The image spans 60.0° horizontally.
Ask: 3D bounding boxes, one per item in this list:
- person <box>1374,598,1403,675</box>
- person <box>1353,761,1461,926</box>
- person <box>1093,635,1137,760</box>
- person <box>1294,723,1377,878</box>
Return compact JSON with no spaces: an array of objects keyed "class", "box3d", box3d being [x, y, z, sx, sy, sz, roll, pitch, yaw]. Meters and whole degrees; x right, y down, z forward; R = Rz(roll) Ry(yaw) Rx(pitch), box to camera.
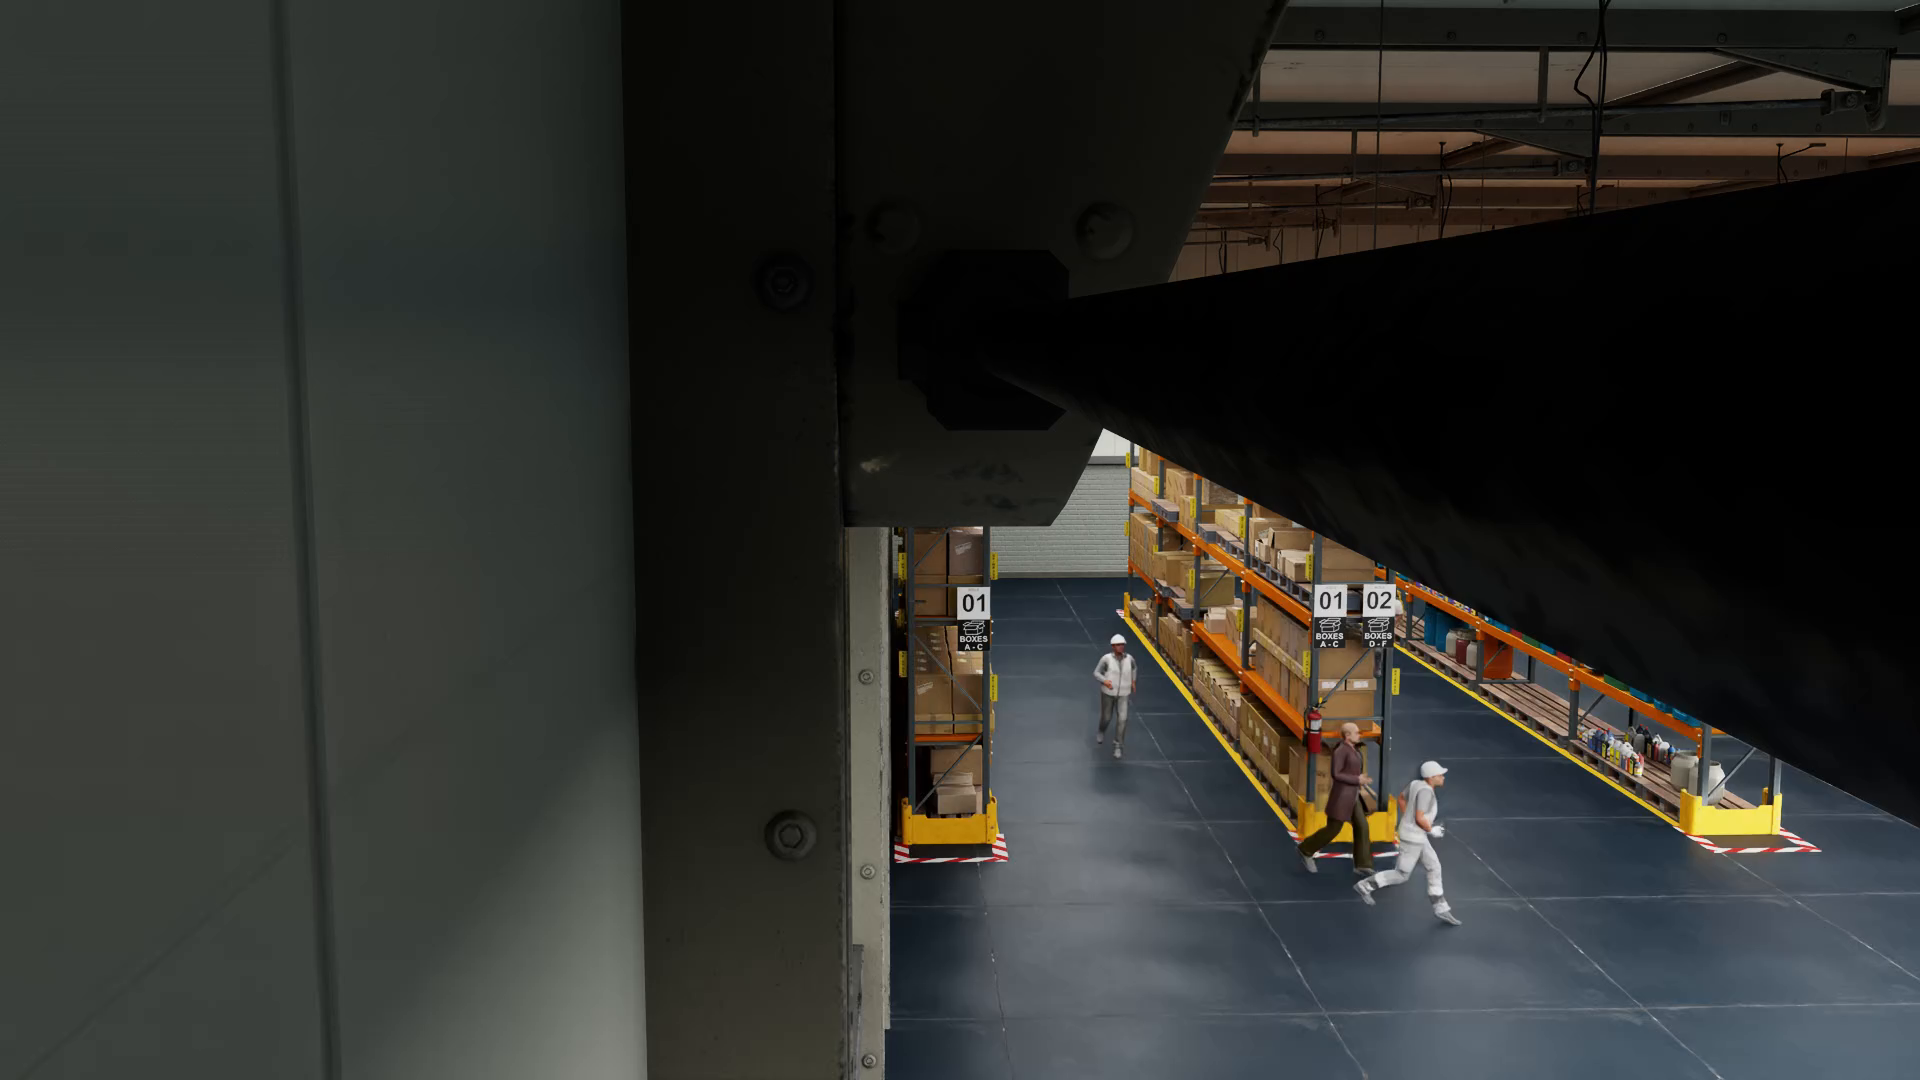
[{"class":"person","box3d":[7.653,1.634,30.024,0.663,1.695,0.692,0,7,-2]},{"class":"person","box3d":[4.776,3.208,17.677,1.132,1.772,0.660,2,8,14]},{"class":"person","box3d":[2.329,2.286,24.718,0.698,1.773,0.976,-1,7,-7]},{"class":"person","box3d":[4.457,2.984,19.239,1.057,1.776,0.719,4,8,30]}]
